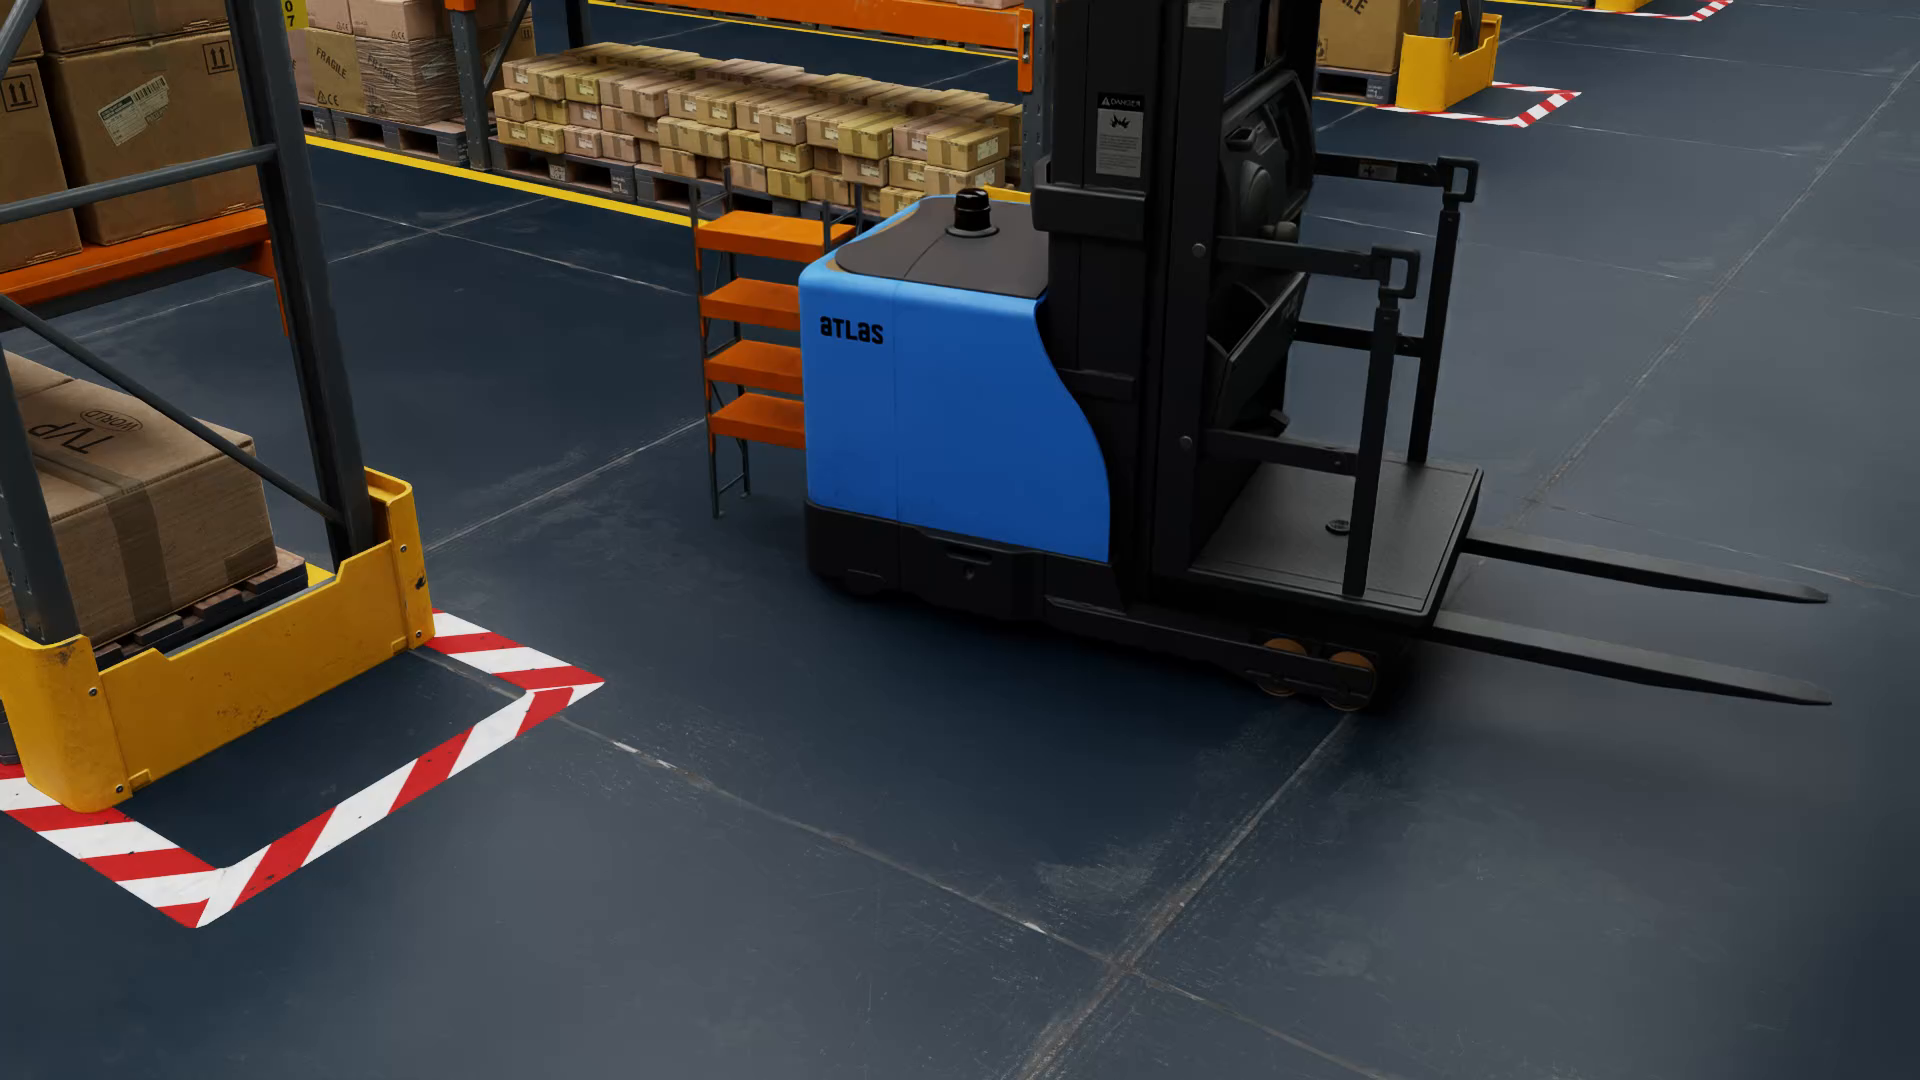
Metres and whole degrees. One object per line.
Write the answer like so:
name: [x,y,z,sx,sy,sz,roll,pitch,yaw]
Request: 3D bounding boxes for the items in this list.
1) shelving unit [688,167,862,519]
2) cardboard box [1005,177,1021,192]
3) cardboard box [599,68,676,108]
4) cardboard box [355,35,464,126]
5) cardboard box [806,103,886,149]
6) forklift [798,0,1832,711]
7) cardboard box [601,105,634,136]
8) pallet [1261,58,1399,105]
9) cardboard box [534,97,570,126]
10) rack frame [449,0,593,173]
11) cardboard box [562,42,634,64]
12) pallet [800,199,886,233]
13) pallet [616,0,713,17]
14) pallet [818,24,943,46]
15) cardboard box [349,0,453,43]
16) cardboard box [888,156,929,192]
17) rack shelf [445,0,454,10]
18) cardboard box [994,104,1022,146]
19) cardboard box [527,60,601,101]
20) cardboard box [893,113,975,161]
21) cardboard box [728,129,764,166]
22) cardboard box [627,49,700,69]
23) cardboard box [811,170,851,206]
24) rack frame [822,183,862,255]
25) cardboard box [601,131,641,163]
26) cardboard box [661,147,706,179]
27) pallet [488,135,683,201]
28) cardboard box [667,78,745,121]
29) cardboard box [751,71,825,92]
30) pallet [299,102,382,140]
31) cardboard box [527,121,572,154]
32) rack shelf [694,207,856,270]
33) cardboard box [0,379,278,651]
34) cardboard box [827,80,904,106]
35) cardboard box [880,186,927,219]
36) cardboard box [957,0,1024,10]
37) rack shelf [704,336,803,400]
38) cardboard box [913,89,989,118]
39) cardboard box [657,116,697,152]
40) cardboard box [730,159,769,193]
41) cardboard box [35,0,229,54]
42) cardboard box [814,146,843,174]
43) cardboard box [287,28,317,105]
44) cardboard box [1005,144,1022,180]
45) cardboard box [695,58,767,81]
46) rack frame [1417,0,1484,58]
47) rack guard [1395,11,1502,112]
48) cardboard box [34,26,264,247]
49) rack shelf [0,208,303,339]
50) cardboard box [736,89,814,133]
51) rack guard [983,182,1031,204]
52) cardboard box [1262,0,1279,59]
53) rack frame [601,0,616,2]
shelving unit: [-0.598,-0.614,5.633,0.503,1.200,0.258,11,29,21]
cardboard box: [0.371,-1.926,8.908,0.250,0.149,0.380,18,32,31]
cardboard box: [-1.851,-2.601,9.577,0.250,0.149,0.380,16,31,29]
cardboard box: [-3.428,-2.952,10.536,0.500,0.500,0.500,17,31,29]
cardboard box: [-0.596,-2.174,8.738,0.250,0.149,0.380,16,31,28]
forklift: [1.059,-1.089,4.658,3.031,2.935,1.130,11,29,21]
cardboard box: [-1.856,-2.468,9.645,0.250,0.149,0.380,16,31,28]
pallet: [2.810,-3.517,12.428,1.213,0.211,1.003,17,32,30]
cardboard box: [-2.298,-2.588,9.880,0.250,0.149,0.380,18,32,31]
rack frame: [-2.675,-3.783,9.876,0.127,3.000,1.000,17,32,30]
cardboard box: [-2.235,-2.970,10.304,0.250,0.149,0.380,18,32,32]
pallet: [-0.090,-1.754,8.964,1.213,0.211,1.003,17,32,30]
pallet: [-2.474,-5.165,15.666,1.213,0.211,1.003,17,32,30]
pallet: [-0.462,-4.538,14.435,1.213,0.211,1.003,17,32,30]
cardboard box: [-3.432,-3.287,10.367,0.500,0.250,0.500,16,31,29]
cardboard box: [-0.160,-1.921,8.569,0.250,0.149,0.380,16,31,29]
rack shelf: [-4.324,-3.976,11.048,4.000,0.370,1.077,17,32,30]
cardboard box: [0.382,-2.199,8.788,0.250,0.149,0.380,16,31,28]
cardboard box: [-2.315,-2.706,9.783,0.250,0.149,0.380,19,33,33]
cardboard box: [-0.133,-2.064,8.524,0.250,0.149,0.380,18,32,31]
cardboard box: [-1.039,-2.167,9.053,0.250,0.149,0.380,19,33,33]
cardboard box: [-1.792,-2.858,10.083,0.250,0.149,0.380,17,32,30]
cardboard box: [-0.579,-1.916,8.888,0.250,0.149,0.380,18,32,31]
rack frame: [-0.374,-0.569,5.545,0.015,1.200,0.240,11,29,21]
cardboard box: [-1.866,-2.326,9.694,0.250,0.149,0.380,17,31,29]
cardboard box: [-1.465,-2.168,9.382,0.250,0.149,0.380,16,31,29]
pallet: [-2.102,-2.381,10.195,1.213,0.211,1.003,17,32,30]
cardboard box: [-1.416,-2.466,9.312,0.250,0.149,0.380,16,31,28]
cardboard box: [-0.975,-2.558,9.494,0.250,0.149,0.380,17,32,30]
pallet: [-4.328,-3.052,11.515,1.213,0.211,1.003,17,32,30]
cardboard box: [-2.338,-2.417,9.873,0.250,0.149,0.380,18,32,32]
rack shelf: [-0.598,-0.964,5.455,0.480,0.148,0.258,11,29,21]
cardboard box: [-2.698,-0.056,4.915,0.875,0.438,0.875,16,31,29]
cardboard box: [-0.523,-2.445,9.271,0.250,0.149,0.380,19,32,32]
cardboard box: [-0.199,-1.757,8.576,0.250,0.149,0.380,18,32,32]
cardboard box: [0.193,-2.622,7.871,0.250,0.149,0.380,17,32,30]
rack shelf: [-0.598,-0.554,5.664,0.480,0.148,0.258,11,29,21]
cardboard box: [-0.048,-2.337,9.060,0.250,0.149,0.380,17,32,30]
cardboard box: [-1.471,-2.300,9.315,0.250,0.149,0.380,17,32,30]
cardboard box: [-1.039,-2.036,9.123,0.250,0.149,0.380,18,32,31]
cardboard box: [-2.332,-1.599,4.372,0.500,0.500,0.500,17,31,29]
cardboard box: [-0.567,-2.074,8.870,0.250,0.149,0.380,17,31,30]
cardboard box: [-4.271,-3.217,11.057,0.500,0.500,0.500,17,31,29]
cardboard box: [0.335,-2.035,8.794,0.250,0.149,0.380,19,32,32]
cardboard box: [-1.347,-2.727,9.826,0.250,0.149,0.380,16,31,28]
rack frame: [3.513,-4.584,11.450,0.127,3.000,1.000,17,32,30]
rack guard: [3.533,-3.464,12.005,0.348,0.500,1.175,17,32,30]
cardboard box: [-2.330,-1.154,4.600,0.500,0.500,0.500,17,32,30]
rack shelf: [-3.746,-1.072,5.342,4.000,0.370,1.077,17,32,30]
cardboard box: [-1.003,-2.331,9.047,0.250,0.149,0.380,16,31,29]
rack guard: [0.559,-1.661,8.462,0.348,0.500,1.175,17,32,30]
cardboard box: [2.190,-4.192,12.560,0.875,0.875,0.875,17,32,30]
rack frame: [-3.081,-6.638,15.487,0.127,3.000,1.000,17,32,30]
